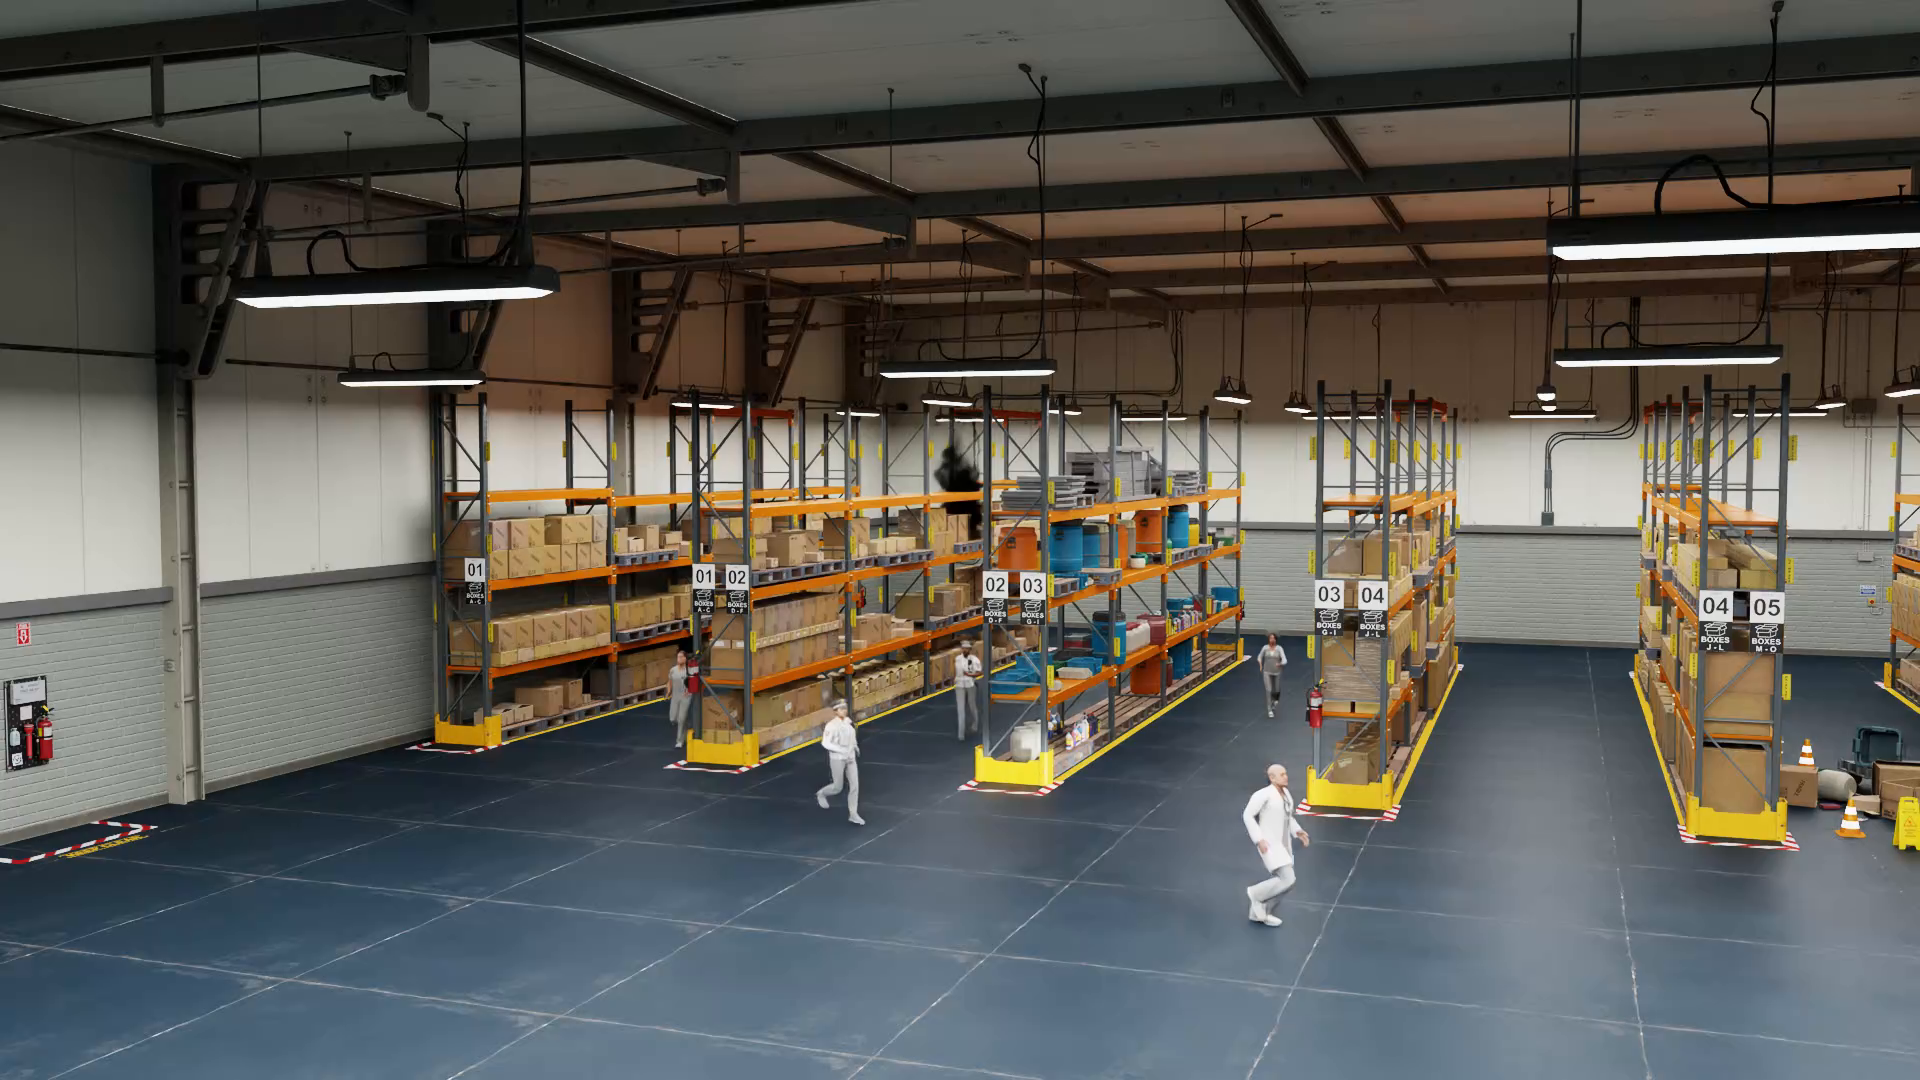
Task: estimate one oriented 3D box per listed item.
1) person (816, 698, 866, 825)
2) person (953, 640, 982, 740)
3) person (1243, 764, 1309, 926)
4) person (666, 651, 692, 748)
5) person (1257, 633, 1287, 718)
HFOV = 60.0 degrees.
[{"bbox_3d":[-1.589,2.969,22.533,0.630,1.674,0.913,-3,4,-42],"label":"person"},{"bbox_3d":[0.125,2.582,29.083,0.567,1.697,0.933,1,3,13],"label":"person"},{"bbox_3d":[3.325,3.214,17.491,0.653,1.715,0.660,3,4,42],"label":"person"},{"bbox_3d":[-4.718,2.690,28.276,0.565,1.626,0.573,1,3,11],"label":"person"},{"bbox_3d":[5.903,2.585,31.493,0.547,1.475,0.767,1,3,10],"label":"person"}]
